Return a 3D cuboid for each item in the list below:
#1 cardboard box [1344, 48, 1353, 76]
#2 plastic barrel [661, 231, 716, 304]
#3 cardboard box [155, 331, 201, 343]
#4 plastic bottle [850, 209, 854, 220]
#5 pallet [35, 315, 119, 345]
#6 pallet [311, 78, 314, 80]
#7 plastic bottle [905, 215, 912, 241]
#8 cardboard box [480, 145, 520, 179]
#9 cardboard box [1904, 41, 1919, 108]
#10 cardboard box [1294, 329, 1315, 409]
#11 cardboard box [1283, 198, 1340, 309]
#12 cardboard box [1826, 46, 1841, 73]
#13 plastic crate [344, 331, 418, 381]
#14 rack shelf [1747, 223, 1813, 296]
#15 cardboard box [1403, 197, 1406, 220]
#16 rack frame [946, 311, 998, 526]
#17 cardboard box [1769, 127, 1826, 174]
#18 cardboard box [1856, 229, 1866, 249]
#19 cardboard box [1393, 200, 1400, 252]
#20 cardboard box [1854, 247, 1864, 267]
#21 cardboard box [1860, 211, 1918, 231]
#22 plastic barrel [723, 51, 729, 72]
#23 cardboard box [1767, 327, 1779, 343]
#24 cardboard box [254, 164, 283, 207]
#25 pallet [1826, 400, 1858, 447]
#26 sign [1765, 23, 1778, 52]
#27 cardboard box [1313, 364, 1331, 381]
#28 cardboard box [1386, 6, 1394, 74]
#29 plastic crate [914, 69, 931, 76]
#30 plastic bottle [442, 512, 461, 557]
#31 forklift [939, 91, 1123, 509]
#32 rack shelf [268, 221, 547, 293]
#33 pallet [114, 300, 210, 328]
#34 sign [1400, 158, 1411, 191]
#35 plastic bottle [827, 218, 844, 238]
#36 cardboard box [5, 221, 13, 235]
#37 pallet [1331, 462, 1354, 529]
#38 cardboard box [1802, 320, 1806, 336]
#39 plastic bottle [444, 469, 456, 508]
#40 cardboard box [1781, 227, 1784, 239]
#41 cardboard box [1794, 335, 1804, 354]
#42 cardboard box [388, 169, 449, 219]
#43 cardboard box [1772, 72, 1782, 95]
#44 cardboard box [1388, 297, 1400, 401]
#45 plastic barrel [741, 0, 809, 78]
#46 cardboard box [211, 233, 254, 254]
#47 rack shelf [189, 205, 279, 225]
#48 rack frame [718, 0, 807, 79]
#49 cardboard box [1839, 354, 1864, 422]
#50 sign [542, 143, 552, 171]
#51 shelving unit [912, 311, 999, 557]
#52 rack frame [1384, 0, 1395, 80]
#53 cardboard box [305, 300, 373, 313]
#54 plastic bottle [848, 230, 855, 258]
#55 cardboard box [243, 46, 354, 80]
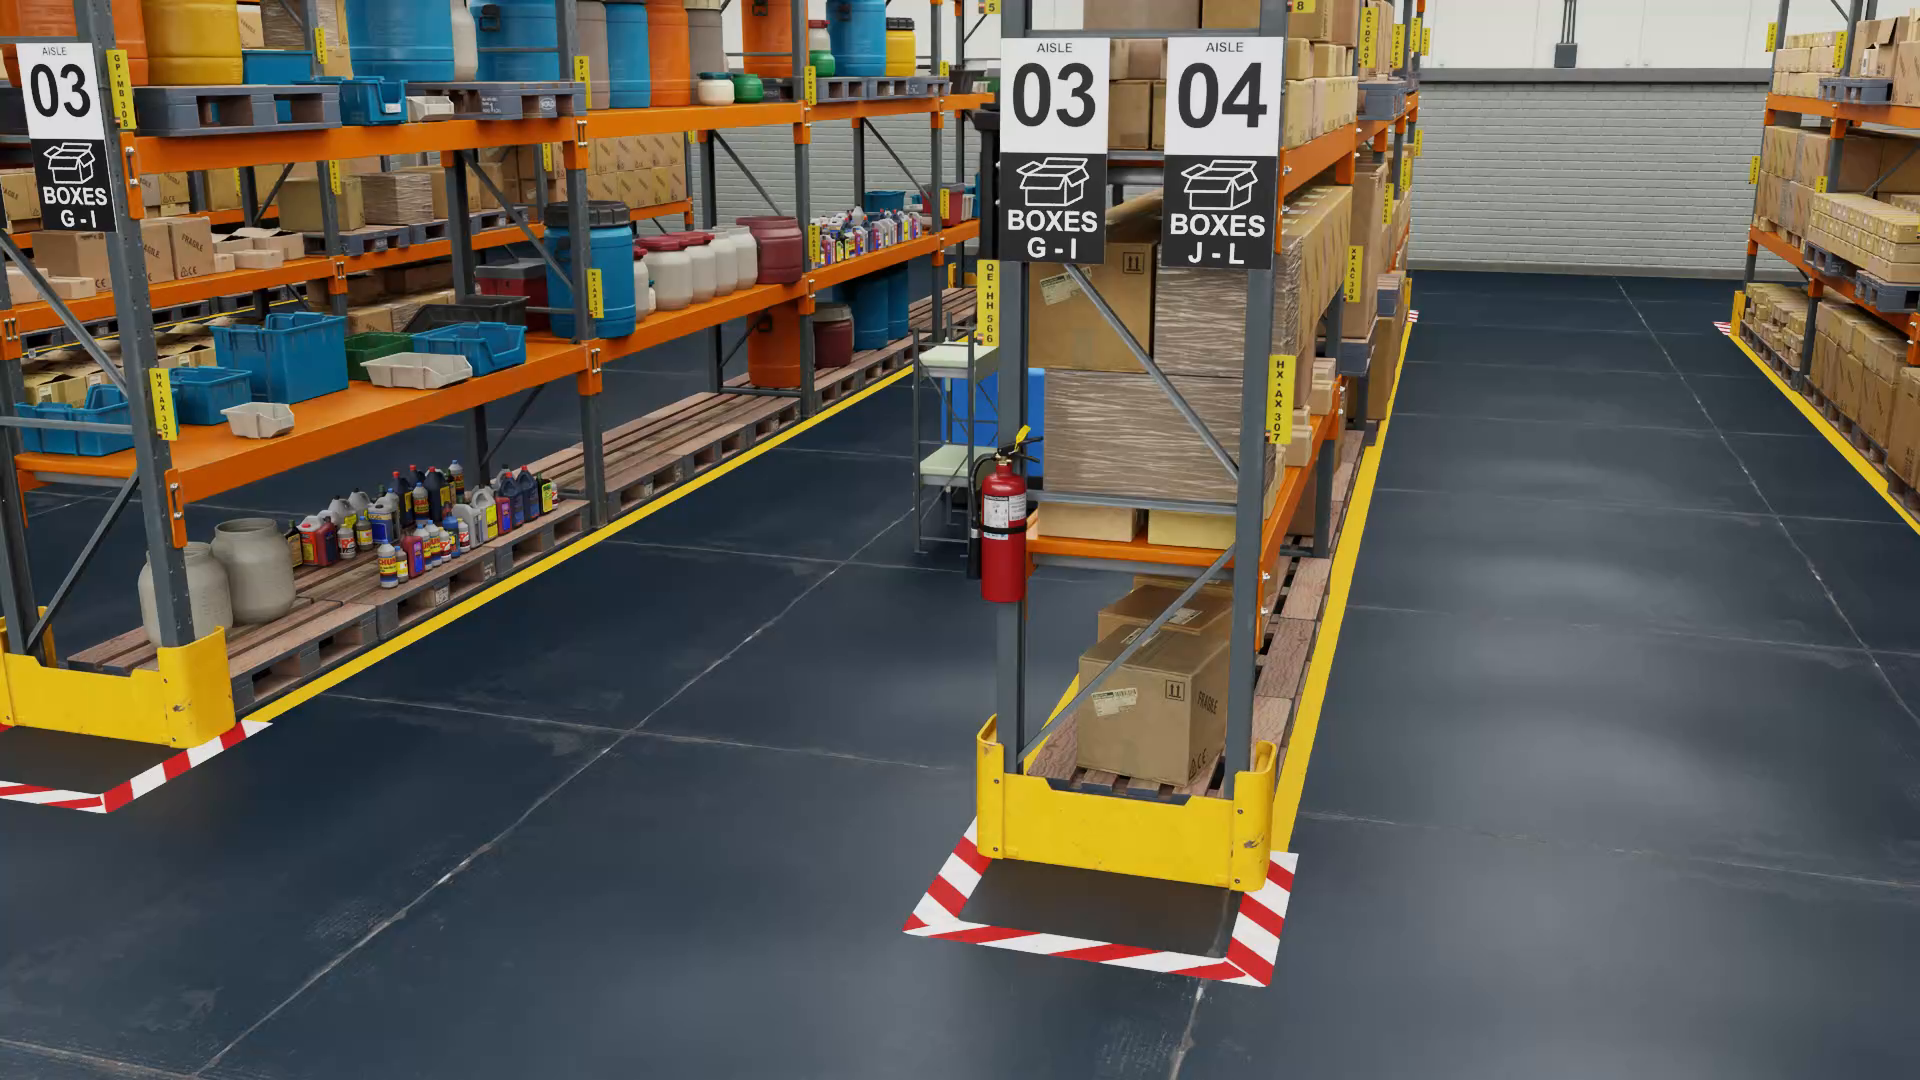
[{"bbox_3d":[1.962,-2.638,9.180,0.380,0.149,0.250,5,17,18],"label":"cardboard box"},{"bbox_3d":[-2.158,-2.171,13.236,0.433,0.535,0.433,0,16,0],"label":"plastic barrel"},{"bbox_3d":[-7.301,-1.762,15.285,0.500,0.311,0.500,4,16,14],"label":"cardboard box"},{"bbox_3d":[-1.211,-3.541,18.529,0.061,0.283,0.133,5,16,16],"label":"plastic bottle"},{"bbox_3d":[-10.688,-2.559,19.963,1.003,0.211,1.213,5,16,16],"label":"pallet"},{"bbox_3d":[-6.690,-4.166,15.369,1.213,0.211,1.003,5,17,18],"label":"pallet"},{"bbox_3d":[-0.604,-3.376,17.963,0.152,0.276,0.135,5,16,16],"label":"plastic bottle"},{"bbox_3d":[-5.550,-4.726,20.480,0.500,0.500,0.500,5,17,16],"label":"cardboard box"},{"bbox_3d":[7.689,-3.610,12.880,0.500,0.500,0.500,5,16,16],"label":"cardboard box"},{"bbox_3d":[1.369,-0.994,8.609,0.875,0.500,0.500,5,16,16],"label":"cardboard box"},{"bbox_3d":[1.630,-1.454,8.398,0.500,0.500,0.500,5,16,16],"label":"cardboard box"},{"bbox_3d":[8.665,-4.616,15.970,0.500,0.250,0.500,4,16,13],"label":"cardboard box"},{"bbox_3d":[-3.628,-1.132,10.210,0.450,0.188,0.662,5,16,16],"label":"plastic crate"},{"bbox_3d":[9.346,-3.042,17.875,1.077,0.370,4.000,5,16,16],"label":"rack shelf"},{"bbox_3d":[4.724,-3.715,18.659,0.500,0.250,0.500,5,17,17],"label":"cardboard box"},{"bbox_3d":[0.102,-0.816,11.456,0.400,1.500,0.023,5,16,16],"label":"rack frame"},{"bbox_3d":[9.395,-4.354,18.622,0.500,0.500,0.500,5,17,17],"label":"cardboard box"},{"bbox_3d":[7.636,-2.476,13.708,0.380,0.149,0.250,5,16,15],"label":"cardboard box"},{"bbox_3d":[4.180,-3.180,16.861,0.500,0.500,0.500,5,16,16],"label":"cardboard box"},{"bbox_3d":[7.635,-2.332,13.743,0.380,0.149,0.250,4,16,13],"label":"cardboard box"},{"bbox_3d":[7.635,-2.616,13.656,0.380,0.149,0.250,5,16,16],"label":"cardboard box"},{"bbox_3d":[-2.217,-4.053,14.418,0.421,0.512,0.421,0,16,0],"label":"plastic barrel"},{"bbox_3d":[9.032,-2.224,18.127,0.380,0.149,0.250,5,16,16],"label":"cardboard box"},{"bbox_3d":[-9.814,-4.903,22.570,0.980,0.700,0.700,4,16,14],"label":"cardboard box"},{"bbox_3d":[8.213,-0.999,14.465,1.003,0.211,1.213,5,16,16],"label":"pallet"},{"bbox_3d":[9.394,-5.817,19.241,0.100,0.325,0.005,5,16,16],"label":"sign"},{"bbox_3d":[1.918,-0.918,9.529,0.380,0.149,0.250,5,16,16],"label":"cardboard box"},{"bbox_3d":[3.018,-3.817,12.692,0.500,0.500,0.500,5,17,17],"label":"cardboard box"},{"bbox_3d":[-0.487,-5.536,20.071,0.437,0.282,0.530,5,16,16],"label":"plastic crate"},{"bbox_3d":[-3.111,-0.038,10.161,0.097,0.271,0.097,0,16,0],"label":"plastic bottle"},{"bbox_3d":[0.752,-1.971,12.909,1.130,2.935,3.031,5,16,16],"label":"forklift"},{"bbox_3d":[-6.014,-3.175,18.346,1.077,0.370,4.000,5,16,16],"label":"rack shelf"},{"bbox_3d":[-10.343,-2.879,21.092,1.003,0.211,1.213,5,16,16],"label":"pallet"},{"bbox_3d":[4.574,-3.755,17.094,0.100,0.325,0.005,5,16,16],"label":"sign"},{"bbox_3d":[-1.312,-3.254,17.534,0.152,0.276,0.135,5,16,16],"label":"plastic bottle"},{"bbox_3d":[-10.781,-3.467,18.478,0.380,0.149,0.250,5,17,18],"label":"cardboard box"},{"bbox_3d":[2.342,-0.365,12.230,1.003,0.211,1.213,5,16,16],"label":"pallet"},{"bbox_3d":[8.629,-2.095,16.582,0.380,0.149,0.250,5,17,17],"label":"cardboard box"},{"bbox_3d":[-3.445,-0.327,11.158,0.061,0.283,0.133,5,16,16],"label":"plastic bottle"},{"bbox_3d":[9.114,-3.319,17.993,0.380,0.149,0.250,5,17,18],"label":"cardboard box"},{"bbox_3d":[8.562,-1.945,16.600,0.380,0.149,0.250,5,17,17],"label":"cardboard box"},{"bbox_3d":[-5.889,-3.828,18.375,0.700,0.500,0.500,1,16,2],"label":"cardboard box"},{"bbox_3d":[9.542,-5.184,18.888,0.500,0.250,0.500,5,17,18],"label":"cardboard box"},{"bbox_3d":[3.391,-1.821,15.375,1.225,0.875,0.875,5,16,16],"label":"cardboard box"},{"bbox_3d":[-1.670,-4.613,15.043,0.600,0.830,0.708,5,16,16],"label":"plastic barrel"},{"bbox_3d":[-7.022,-2.736,15.643,0.500,0.311,0.500,4,16,15],"label":"cardboard box"},{"bbox_3d":[-9.628,-4.605,23.387,1.077,0.370,4.000,5,16,16],"label":"rack shelf"},{"bbox_3d":[-1.835,-5.499,14.227,1.000,3.000,0.127,5,16,16],"label":"rack frame"},{"bbox_3d":[7.863,-1.285,14.174,0.500,0.500,0.500,4,16,13],"label":"cardboard box"},{"bbox_3d":[-4.913,-4.560,19.786,0.100,0.325,0.005,5,16,16],"label":"sign"},{"bbox_3d":[-0.002,-0.720,11.119,0.431,1.500,0.755,5,16,16],"label":"shelving unit"},{"bbox_3d":[2.914,-5.115,12.873,1.000,3.000,0.127,5,16,16],"label":"rack frame"},{"bbox_3d":[-6.542,-2.270,17.611,0.500,0.500,0.500,5,17,18],"label":"cardboard box"},{"bbox_3d":[-1.080,-2.909,16.326,0.097,0.271,0.097,0,16,0],"label":"plastic bottle"},{"bbox_3d":[-6.491,-4.606,16.392,0.910,0.500,0.500,5,16,16],"label":"cardboard box"}]
